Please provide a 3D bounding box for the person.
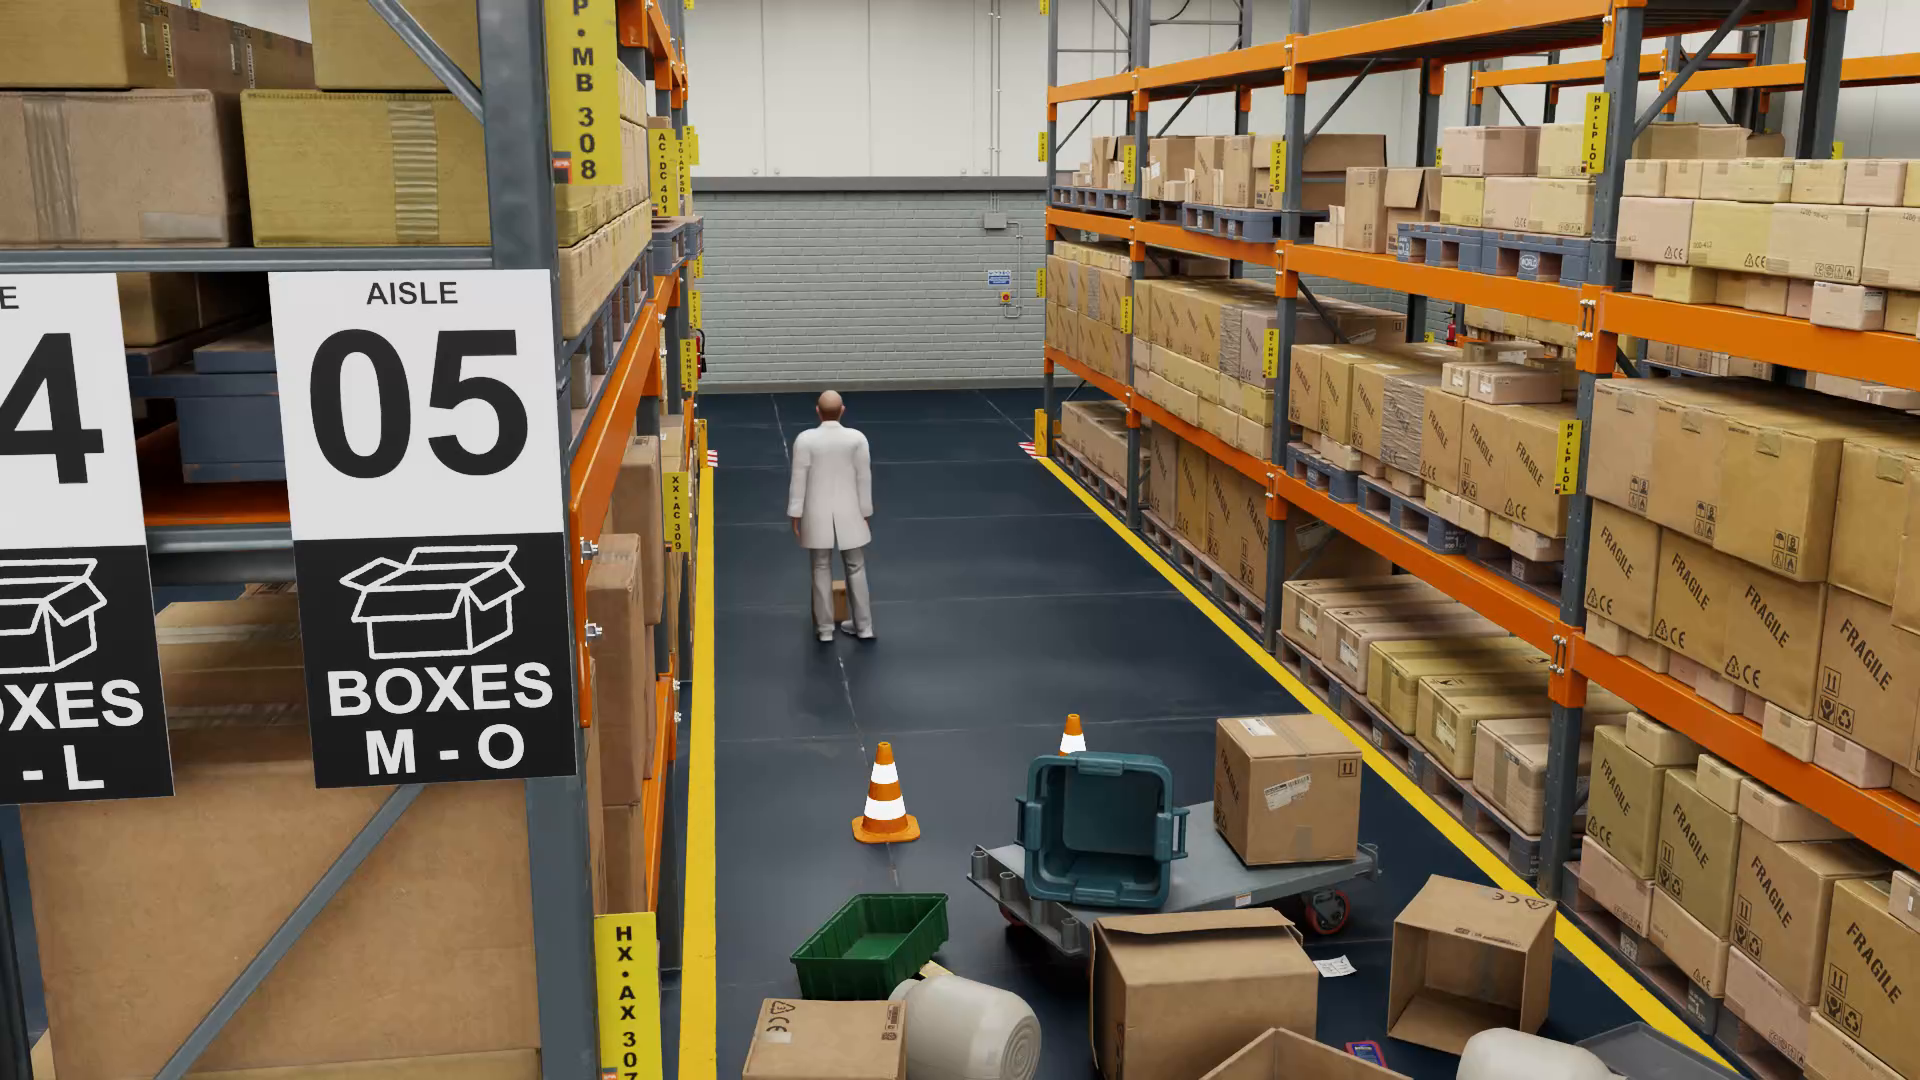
[{"bbox_3d":[-0.922,-0.177,11.774,0.606,1.789,0.386,-2,13,-7],"label":"person"}]
